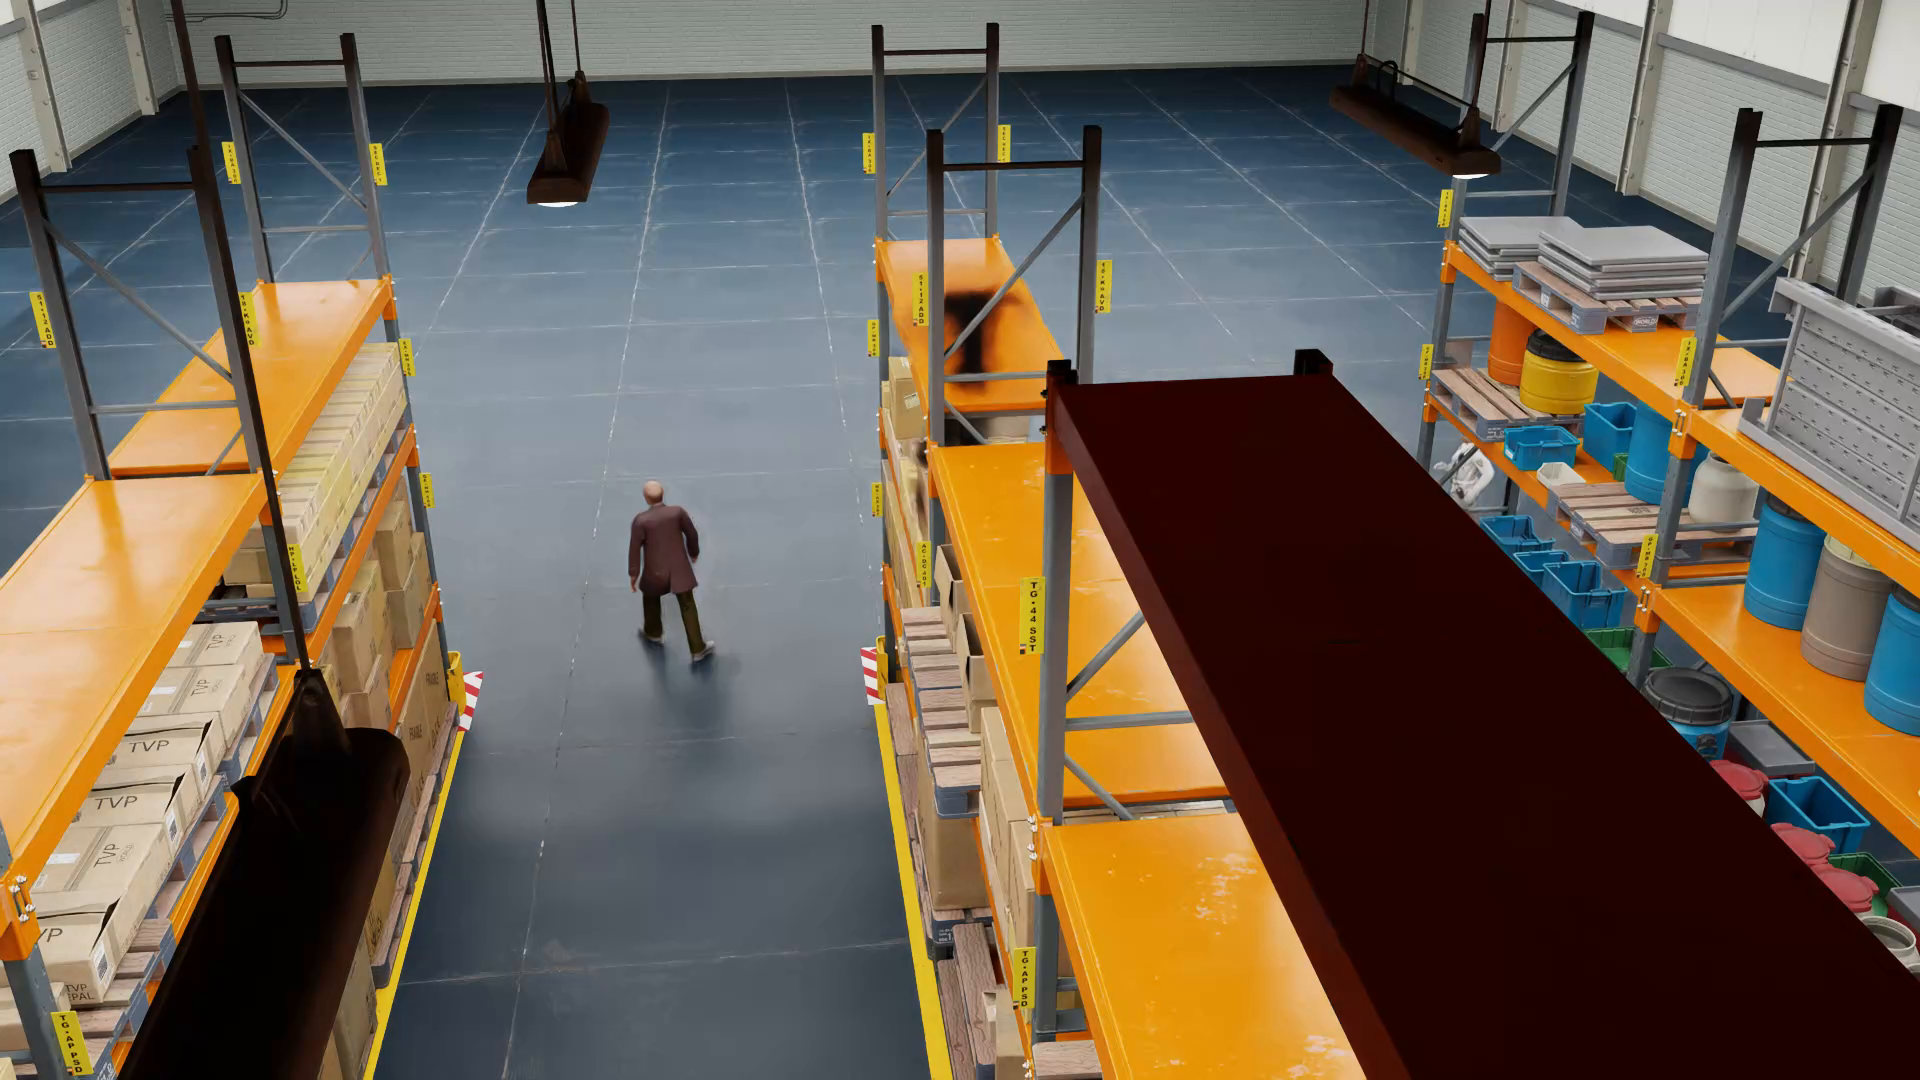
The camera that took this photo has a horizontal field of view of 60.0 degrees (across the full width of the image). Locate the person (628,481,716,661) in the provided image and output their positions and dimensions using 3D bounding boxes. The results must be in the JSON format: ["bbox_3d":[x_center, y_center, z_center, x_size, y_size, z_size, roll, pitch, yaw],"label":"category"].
[{"bbox_3d":[-2.821,0.263,15.935,0.748,1.738,0.950,-11,28,-22],"label":"person"}]

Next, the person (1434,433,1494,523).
[{"bbox_3d":[5.315,-0.458,17.485,0.773,1.736,0.589,10,27,21],"label":"person"}]
